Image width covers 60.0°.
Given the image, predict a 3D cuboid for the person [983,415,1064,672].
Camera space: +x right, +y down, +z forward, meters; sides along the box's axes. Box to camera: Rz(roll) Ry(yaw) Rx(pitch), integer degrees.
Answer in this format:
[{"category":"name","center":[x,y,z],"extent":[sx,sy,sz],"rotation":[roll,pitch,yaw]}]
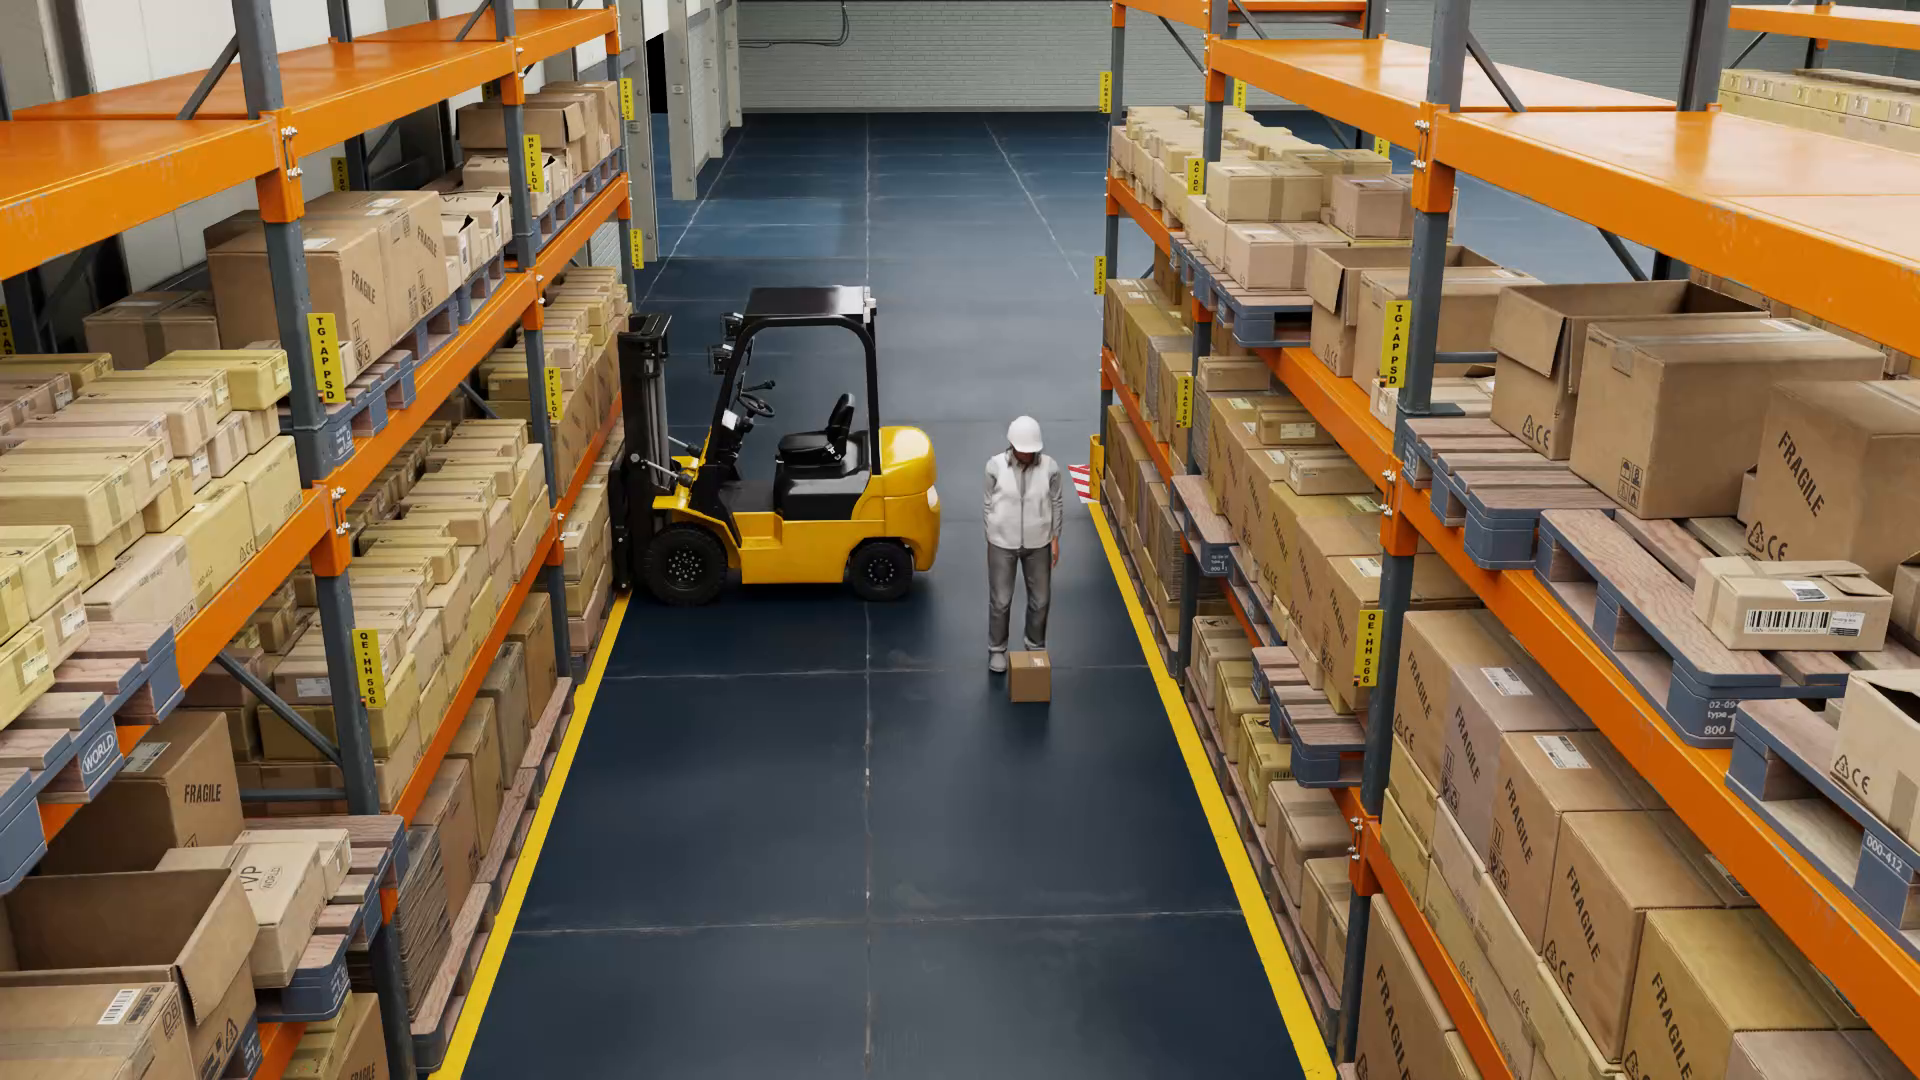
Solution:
[{"category":"person","center":[0.418,0.017,11.021],"extent":[0.538,1.759,0.378],"rotation":[-2,20,-5]}]
